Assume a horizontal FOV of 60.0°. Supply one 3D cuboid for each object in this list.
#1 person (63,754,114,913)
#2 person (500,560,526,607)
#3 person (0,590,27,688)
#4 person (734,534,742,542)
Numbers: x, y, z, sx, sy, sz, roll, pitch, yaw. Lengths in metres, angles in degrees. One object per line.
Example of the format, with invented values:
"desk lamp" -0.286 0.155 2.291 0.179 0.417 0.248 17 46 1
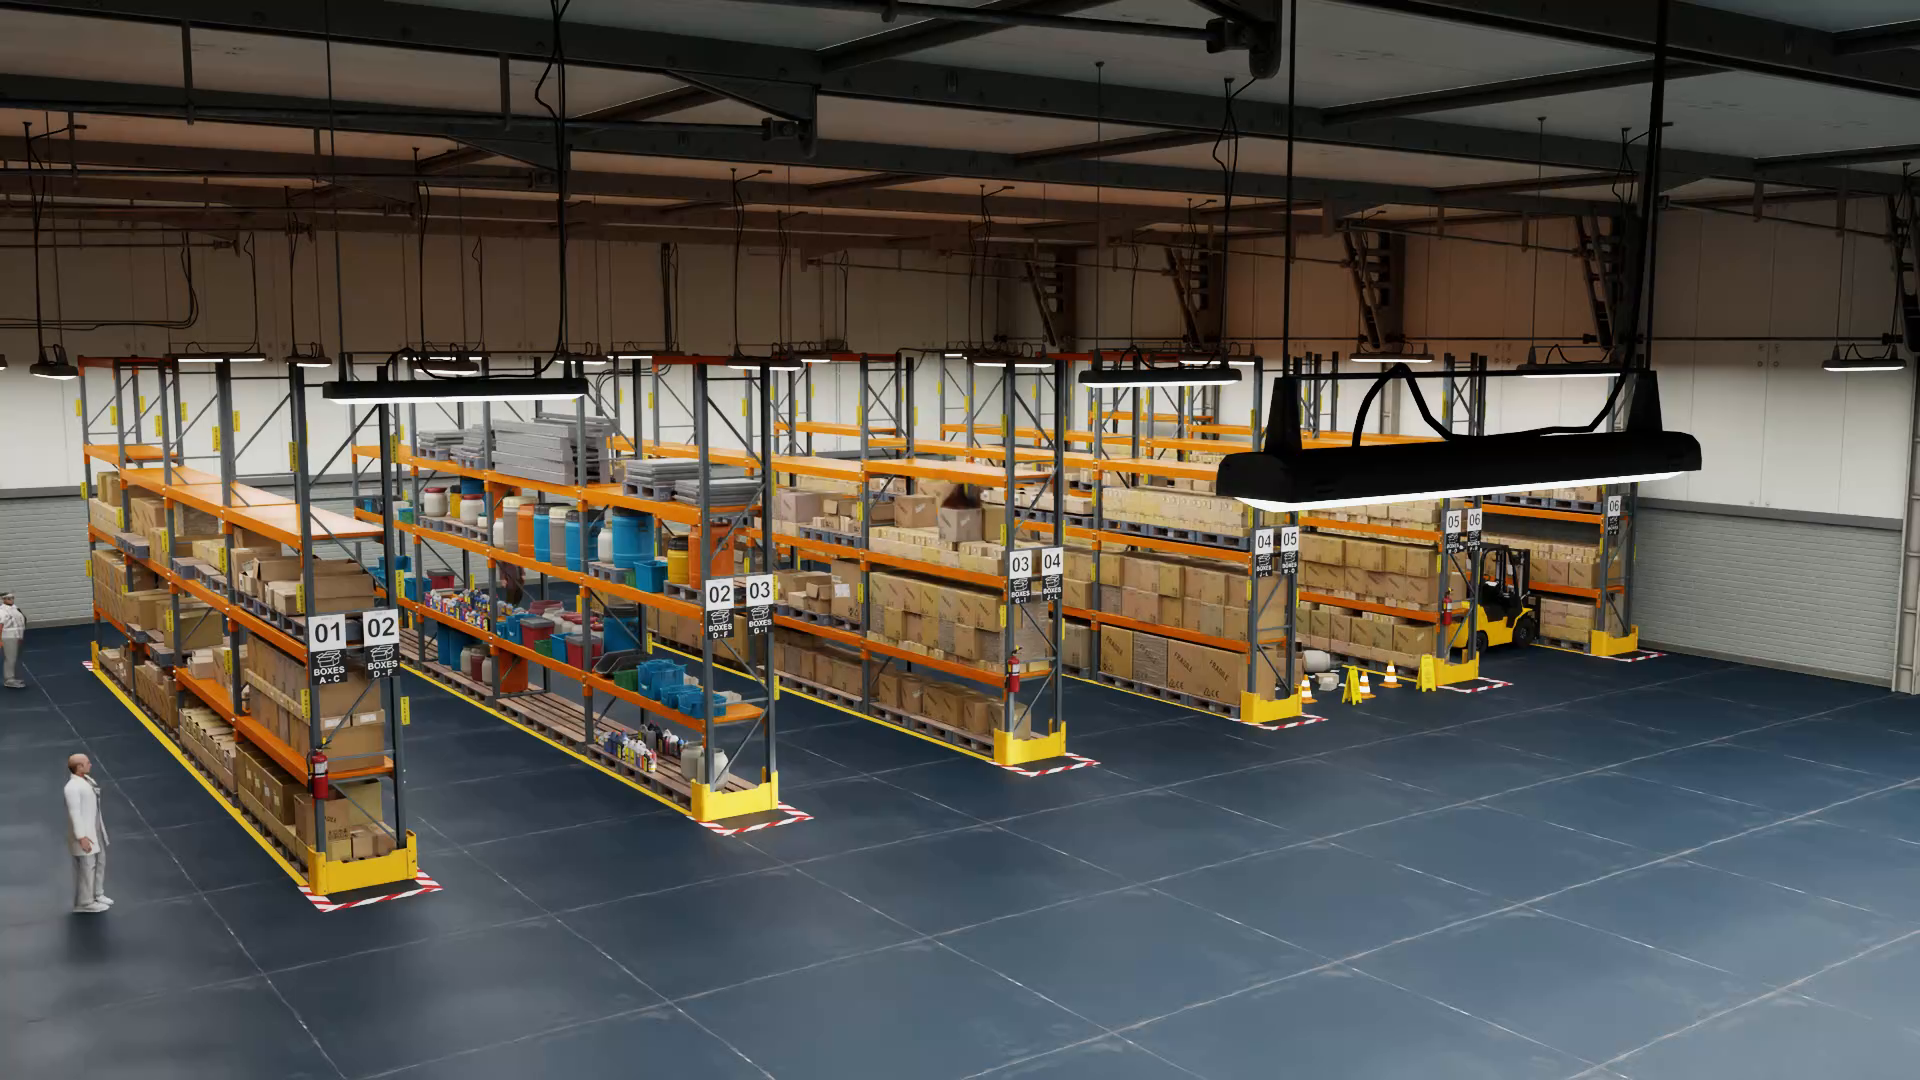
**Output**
"person" -9.682 3.245 18.412 0.470 1.803 0.652 0 7 2
"person" -10.164 0.872 37.727 0.467 1.787 0.596 2 7 14
"person" -17.256 1.784 30.292 0.446 1.779 0.565 -2 7 -19
"person" -5.312 0.620 39.775 0.600 1.720 1.047 -3 8 -26
